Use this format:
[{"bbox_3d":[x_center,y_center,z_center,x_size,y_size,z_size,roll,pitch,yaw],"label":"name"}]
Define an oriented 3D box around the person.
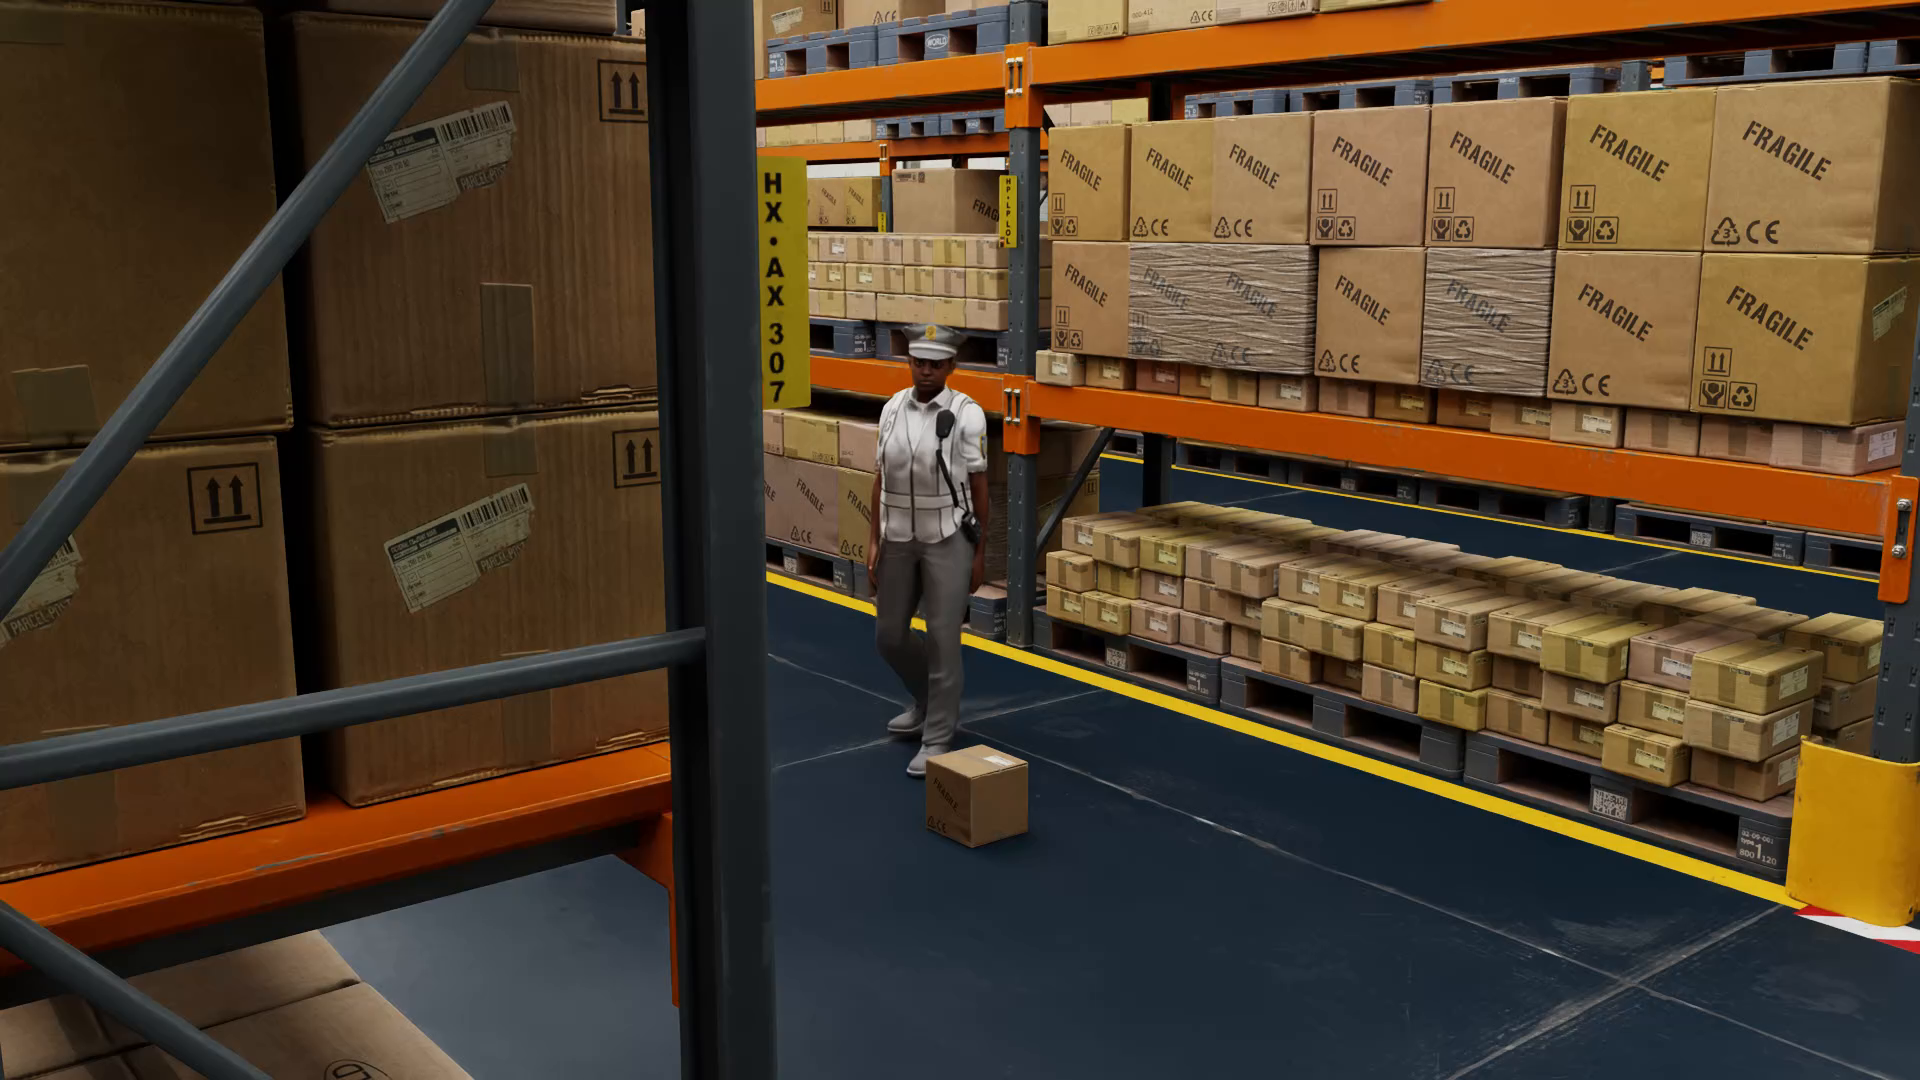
[{"bbox_3d":[-0.115,0.010,6.313,0.485,1.680,0.580,5,12,24],"label":"person"}]
